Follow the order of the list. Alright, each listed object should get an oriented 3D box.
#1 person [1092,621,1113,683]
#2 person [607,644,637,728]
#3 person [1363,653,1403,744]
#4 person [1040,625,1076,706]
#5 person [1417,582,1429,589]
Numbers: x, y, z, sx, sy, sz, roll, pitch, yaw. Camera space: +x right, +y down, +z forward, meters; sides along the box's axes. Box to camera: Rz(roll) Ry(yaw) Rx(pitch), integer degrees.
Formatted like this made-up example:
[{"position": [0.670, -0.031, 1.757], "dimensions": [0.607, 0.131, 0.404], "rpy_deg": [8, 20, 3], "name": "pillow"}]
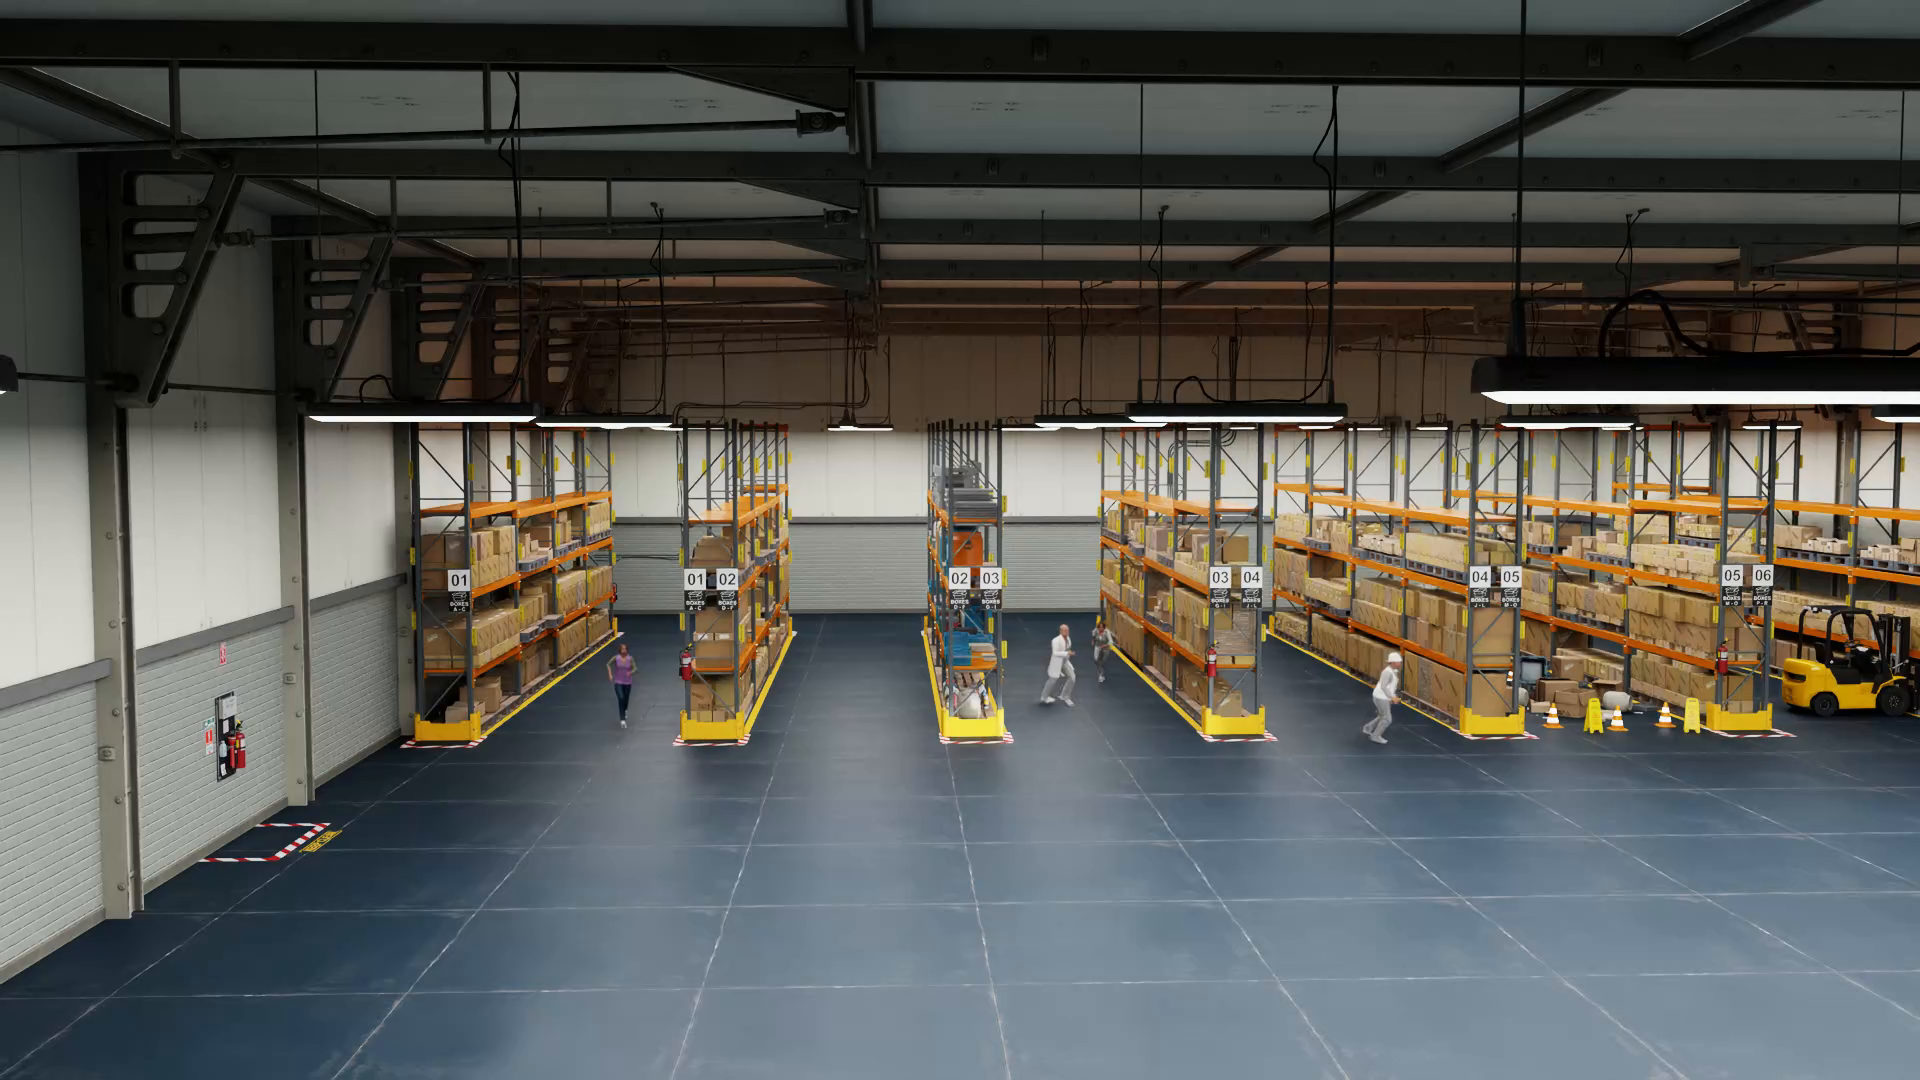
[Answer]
[{"position": [3.294, 2.539, 38.389], "dimensions": [0.551, 1.416, 1.000], "rpy_deg": [1, 4, 14], "name": "person"}, {"position": [-6.632, 2.829, 32.669], "dimensions": [0.563, 1.611, 0.879], "rpy_deg": [-1, 4, -20], "name": "person"}, {"position": [7.798, 2.915, 30.711], "dimensions": [0.793, 1.703, 0.621], "rpy_deg": [2, 4, 28], "name": "person"}, {"position": [2.105, 2.629, 34.924], "dimensions": [0.705, 1.738, 1.058], "rpy_deg": [-3, 5, -39], "name": "person"}, {"position": [13.789, 1.724, 49.231], "dimensions": [0.822, 1.724, 0.608], "rpy_deg": [-1, 4, -8], "name": "person"}]
